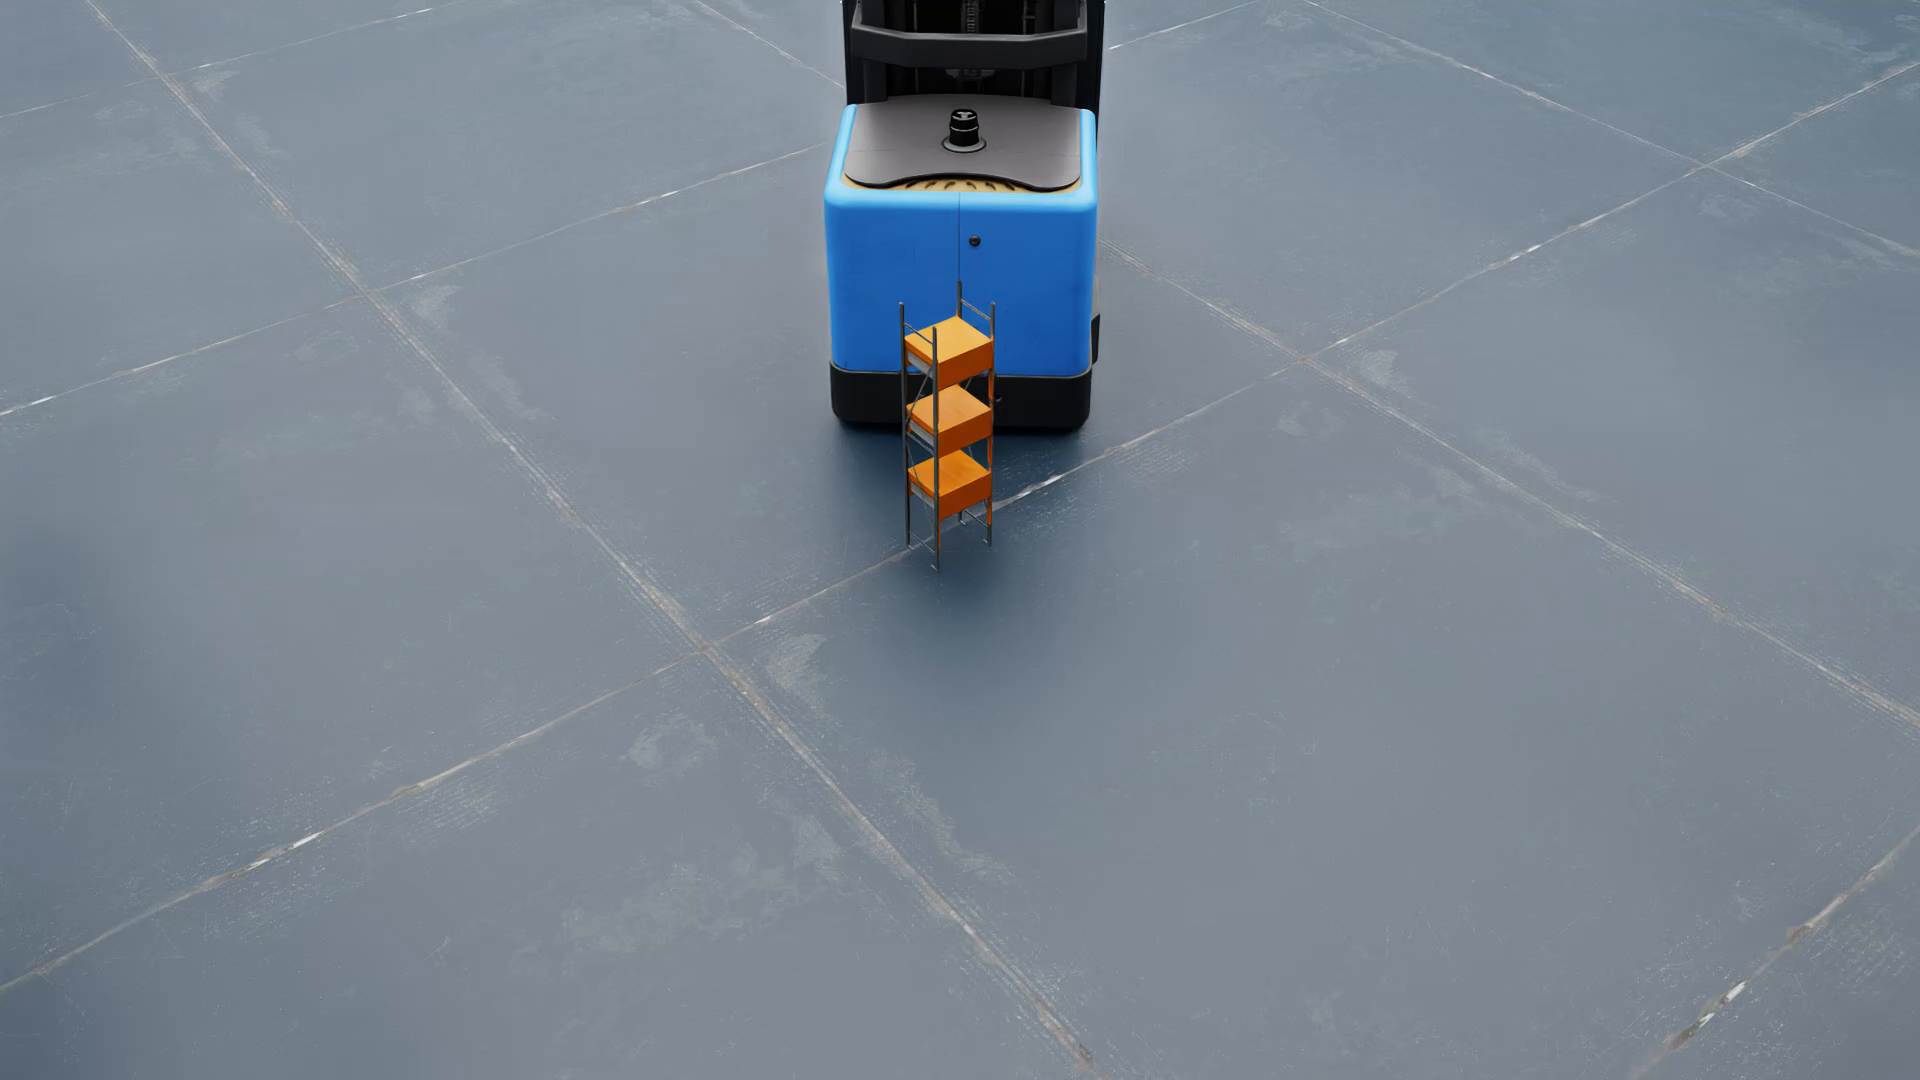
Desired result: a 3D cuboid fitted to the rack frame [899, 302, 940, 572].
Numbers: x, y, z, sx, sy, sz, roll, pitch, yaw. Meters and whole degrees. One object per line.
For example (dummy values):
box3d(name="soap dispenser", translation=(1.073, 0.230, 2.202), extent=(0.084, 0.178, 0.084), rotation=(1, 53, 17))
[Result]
box3d(name="rack frame", translation=(-0.139, -0.338, 5.834), extent=(0.008, 1.050, 0.200), rotation=(-26, 46, -28))

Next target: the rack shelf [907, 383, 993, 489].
box3d(name="rack shelf", translation=(-0.042, -0.377, 5.899), extent=(0.240, 0.259, 0.215), rotation=(-26, 46, -28))

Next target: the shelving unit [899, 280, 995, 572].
box3d(name="shelving unit", translation=(-0.042, -0.385, 5.892), extent=(0.252, 1.050, 0.215), rotation=(-26, 46, -28))

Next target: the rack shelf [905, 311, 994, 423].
box3d(name="rack shelf", translation=(-0.042, -0.596, 5.719), extent=(0.240, 0.259, 0.215), rotation=(-26, 46, -28))

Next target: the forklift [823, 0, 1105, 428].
box3d(name="forklift", translation=(0.069, -2.500, 6.986), extent=(1.130, 2.935, 3.031), rotation=(2, 39, 2))

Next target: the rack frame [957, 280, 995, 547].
box3d(name="rack frame", translation=(0.054, -0.432, 5.949), extent=(0.008, 1.050, 0.200), rotation=(-26, 46, -28))

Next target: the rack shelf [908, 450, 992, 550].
box3d(name="rack shelf", translation=(-0.042, -0.162, 6.075), extent=(0.240, 0.259, 0.215), rotation=(-26, 46, -28))
